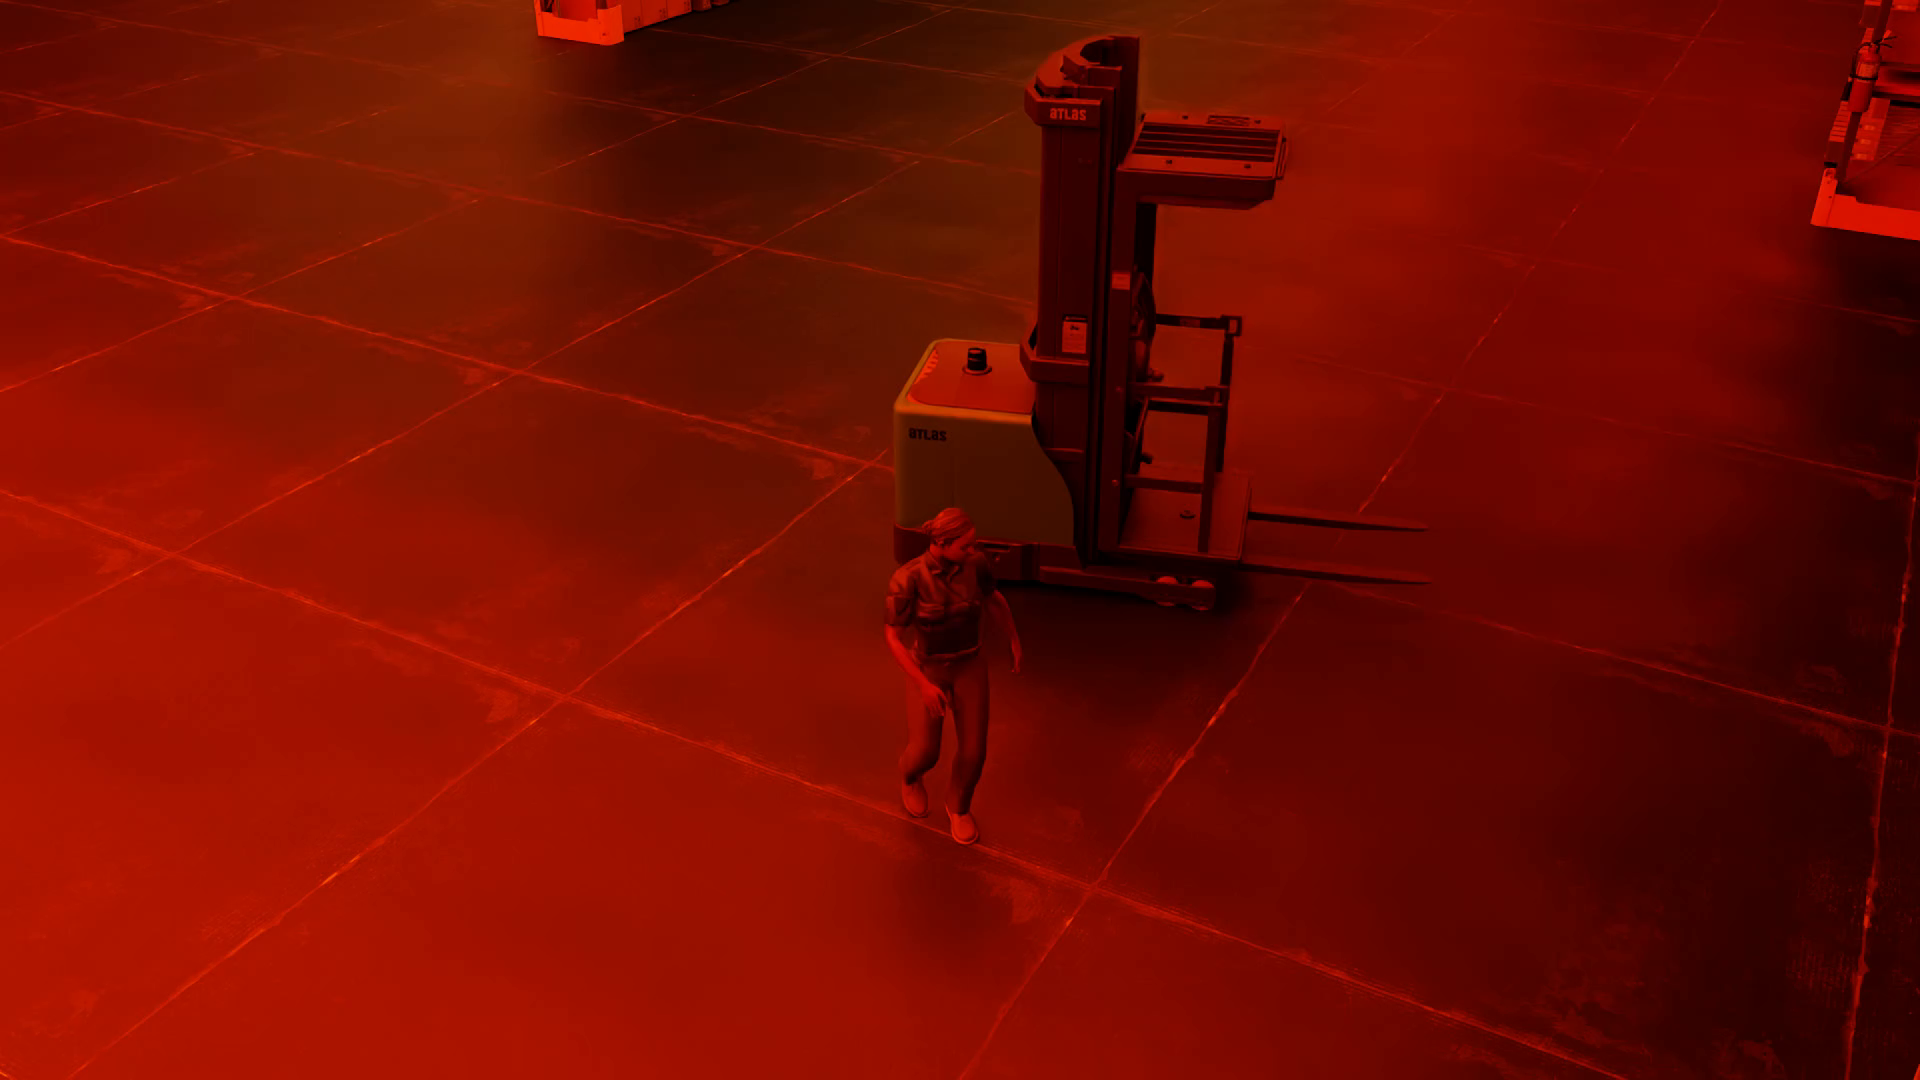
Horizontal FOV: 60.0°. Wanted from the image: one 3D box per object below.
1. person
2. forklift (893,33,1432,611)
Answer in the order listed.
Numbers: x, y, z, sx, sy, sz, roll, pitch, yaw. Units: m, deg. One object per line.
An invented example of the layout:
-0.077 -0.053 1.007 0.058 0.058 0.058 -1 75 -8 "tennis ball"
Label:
-0.005 0.594 7.367 0.659 1.618 0.497 -7 31 -12 "person"
1.187 -1.166 9.091 3.031 2.935 1.130 6 31 11 "forklift"
